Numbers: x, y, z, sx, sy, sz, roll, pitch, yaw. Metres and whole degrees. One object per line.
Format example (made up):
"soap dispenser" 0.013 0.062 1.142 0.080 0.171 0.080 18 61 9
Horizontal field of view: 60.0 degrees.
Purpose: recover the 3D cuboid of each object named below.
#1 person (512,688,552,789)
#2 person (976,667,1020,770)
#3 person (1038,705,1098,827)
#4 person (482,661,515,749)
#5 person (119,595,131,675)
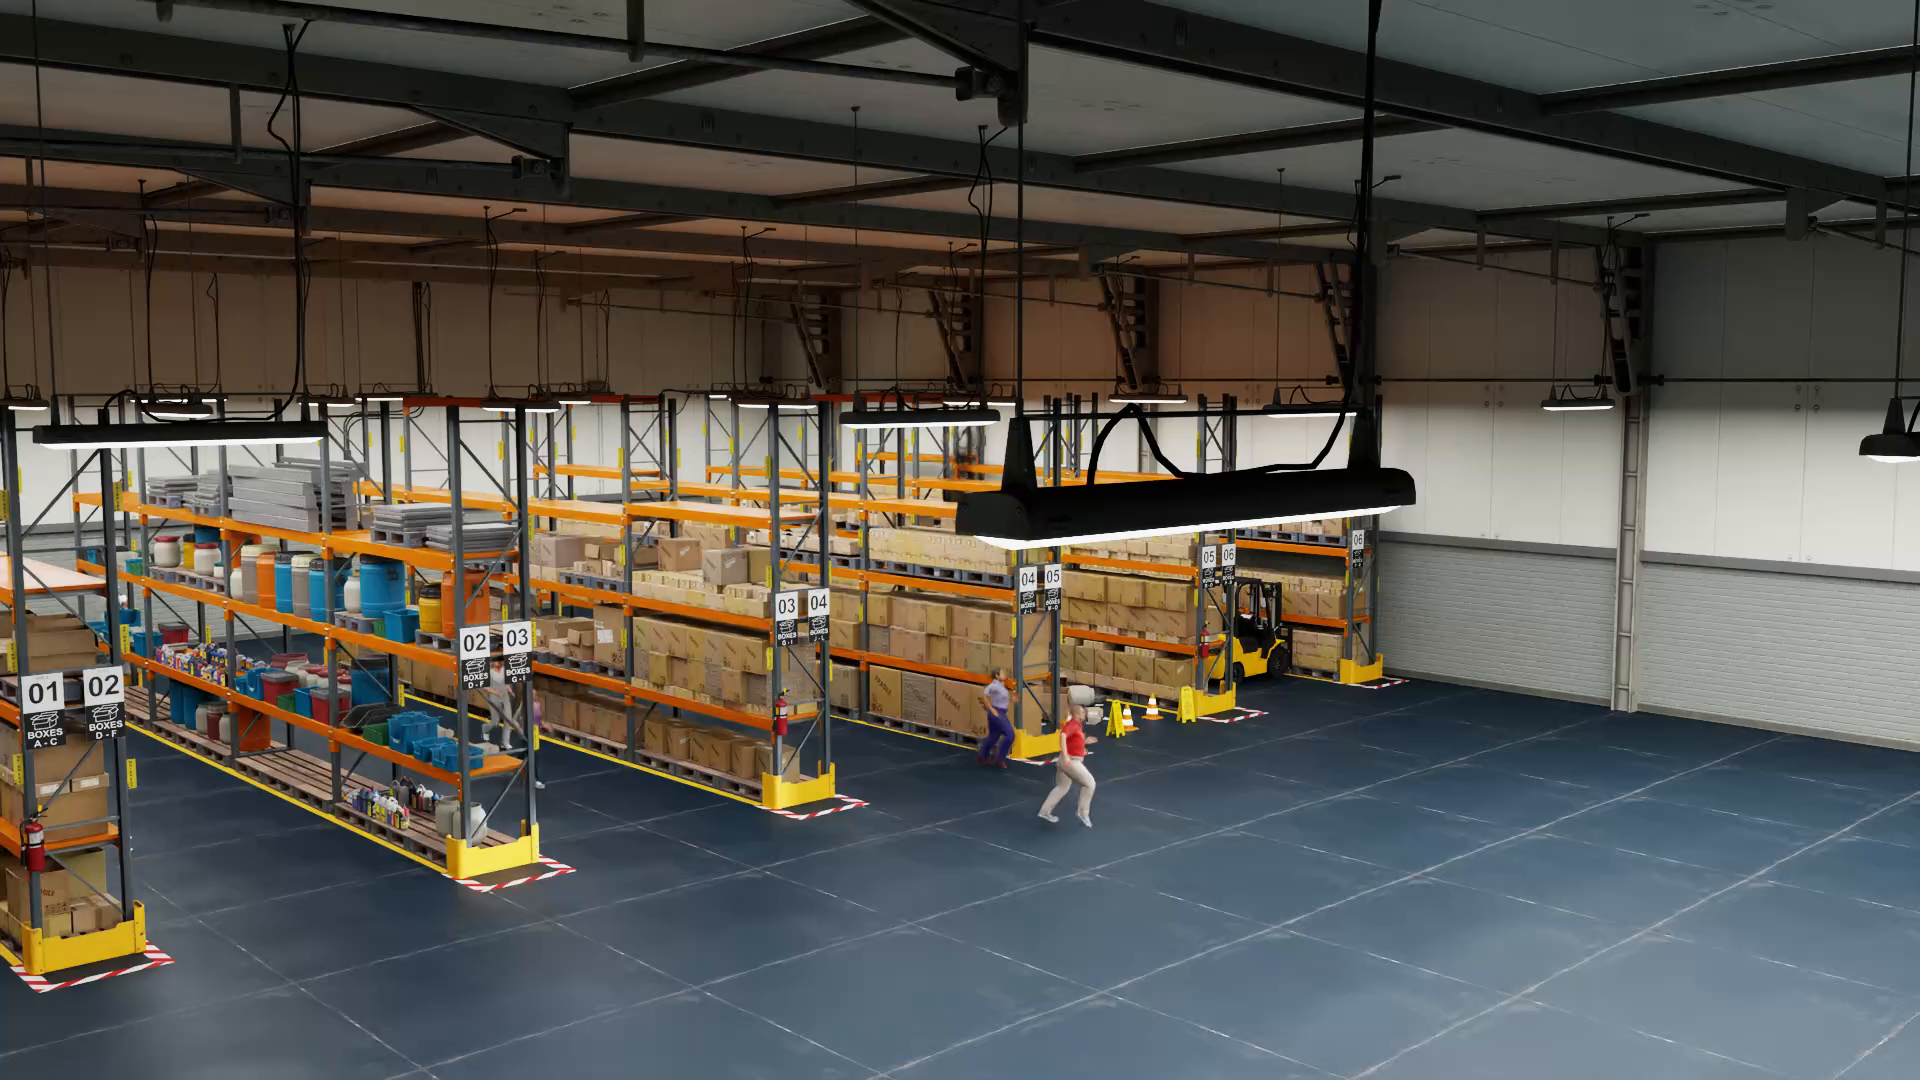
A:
"person" -6.755 3.065 25.871 0.744 1.572 0.526 3 6 28
"person" 0.622 2.911 27.111 0.711 1.693 0.581 0 6 4
"person" 1.544 3.220 23.517 0.856 1.782 0.687 -1 6 -11
"person" -7.933 2.759 28.565 0.758 1.628 0.573 5 8 43
"person" -17.842 2.031 35.678 0.578 1.730 0.659 -2 6 -20
